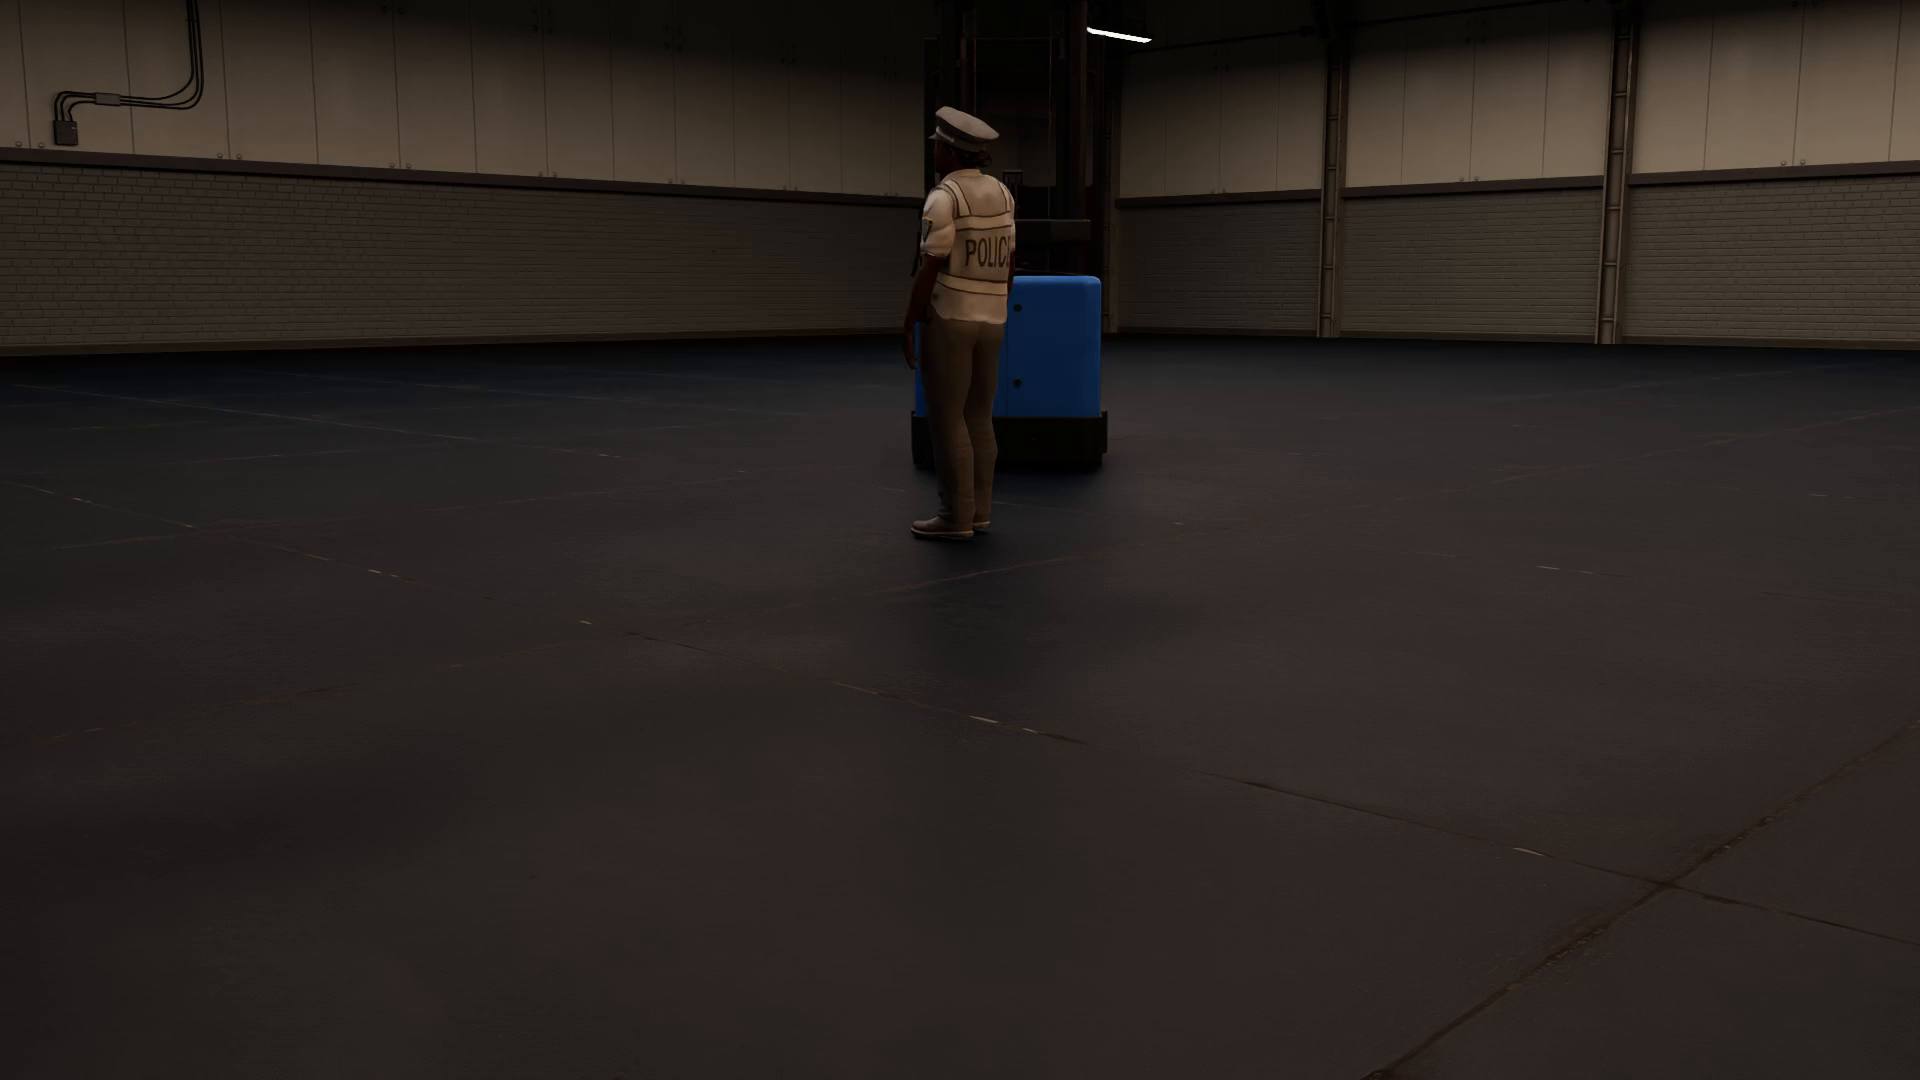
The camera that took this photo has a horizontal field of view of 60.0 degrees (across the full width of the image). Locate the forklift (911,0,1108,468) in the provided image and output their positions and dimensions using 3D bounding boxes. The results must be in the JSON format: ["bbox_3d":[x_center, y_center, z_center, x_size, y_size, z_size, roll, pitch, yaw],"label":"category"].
[{"bbox_3d":[0.341,-2.037,10.403,1.130,2.935,3.031,0,9,3],"label":"forklift"}]

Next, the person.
[{"bbox_3d":[-0.041,-0.855,6.656,0.528,1.697,0.570,8,12,43],"label":"person"}]
